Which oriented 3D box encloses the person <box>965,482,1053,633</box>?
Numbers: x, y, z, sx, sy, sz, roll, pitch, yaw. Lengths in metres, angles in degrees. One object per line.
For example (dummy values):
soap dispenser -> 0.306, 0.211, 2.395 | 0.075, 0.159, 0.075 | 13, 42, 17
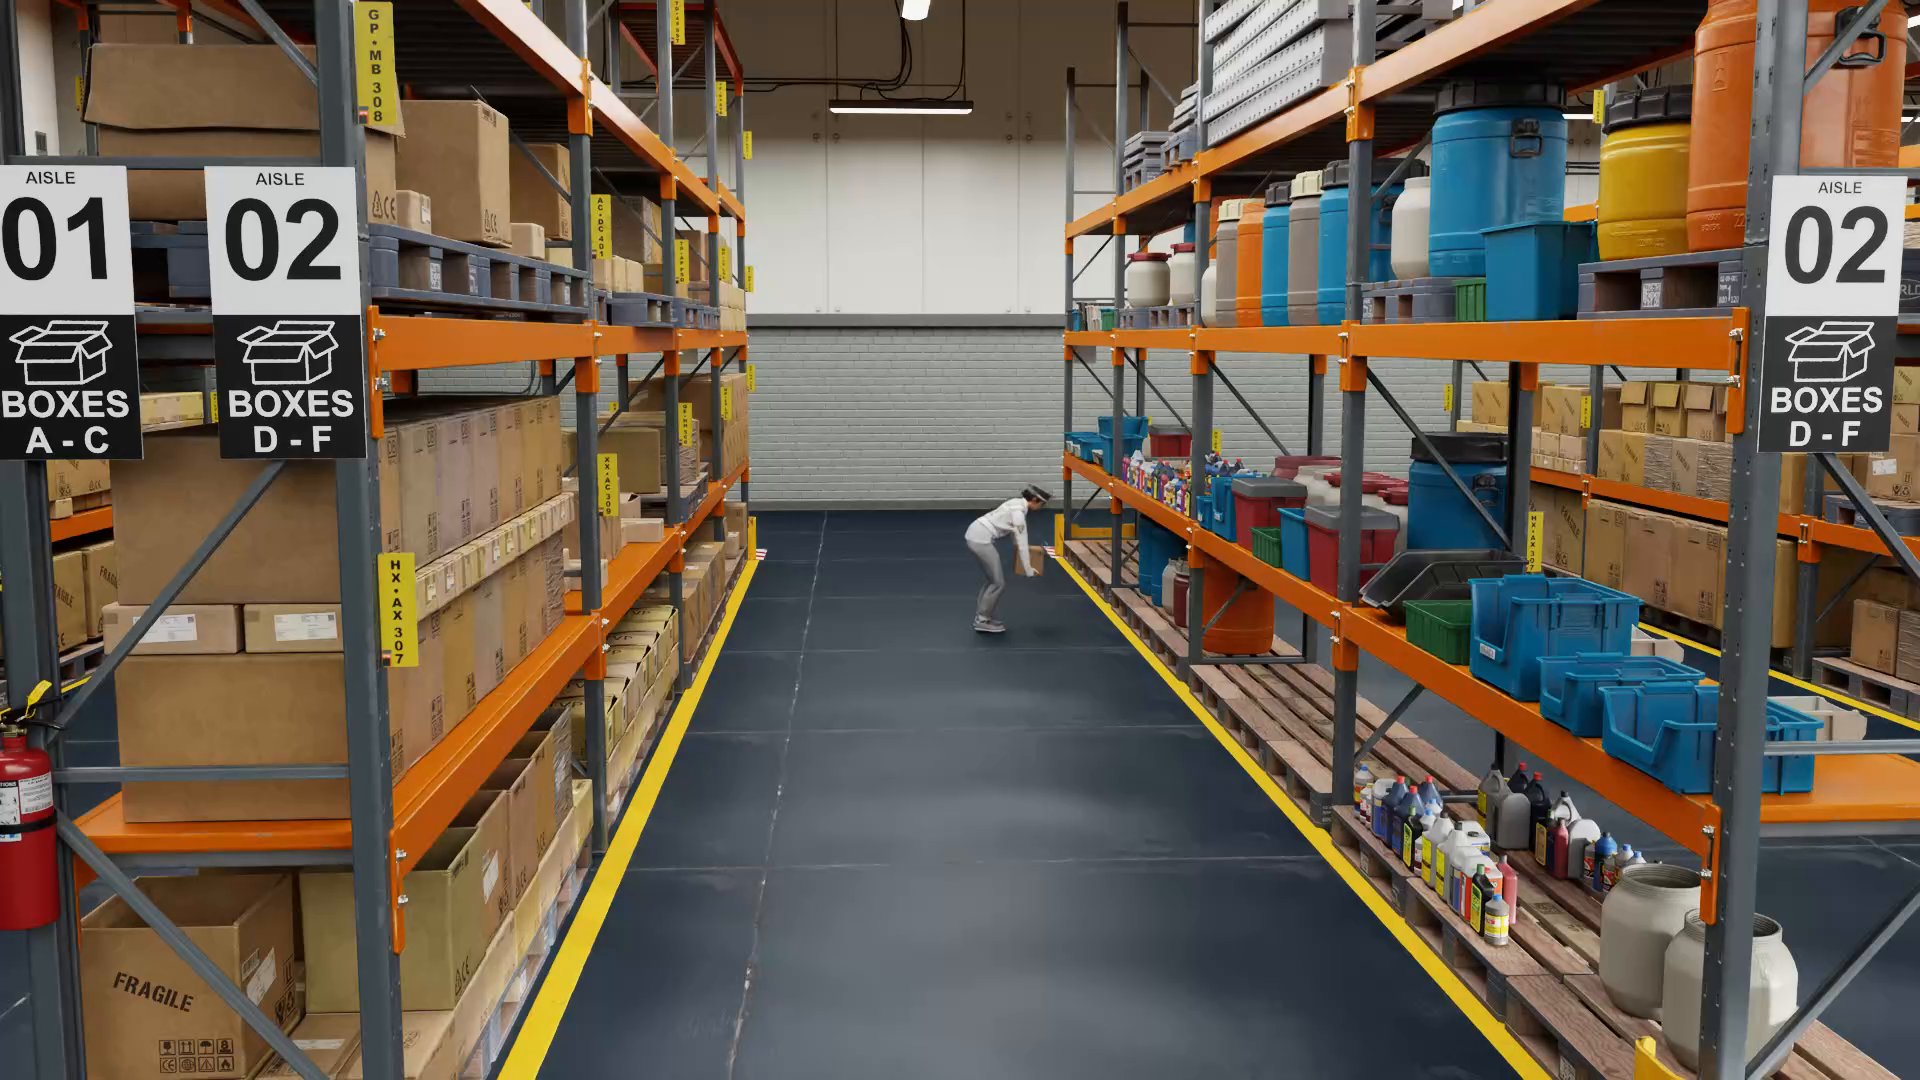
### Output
person -> 0.460, 0.156, 15.614 | 0.826, 1.395, 0.415 | -1, 7, -5
